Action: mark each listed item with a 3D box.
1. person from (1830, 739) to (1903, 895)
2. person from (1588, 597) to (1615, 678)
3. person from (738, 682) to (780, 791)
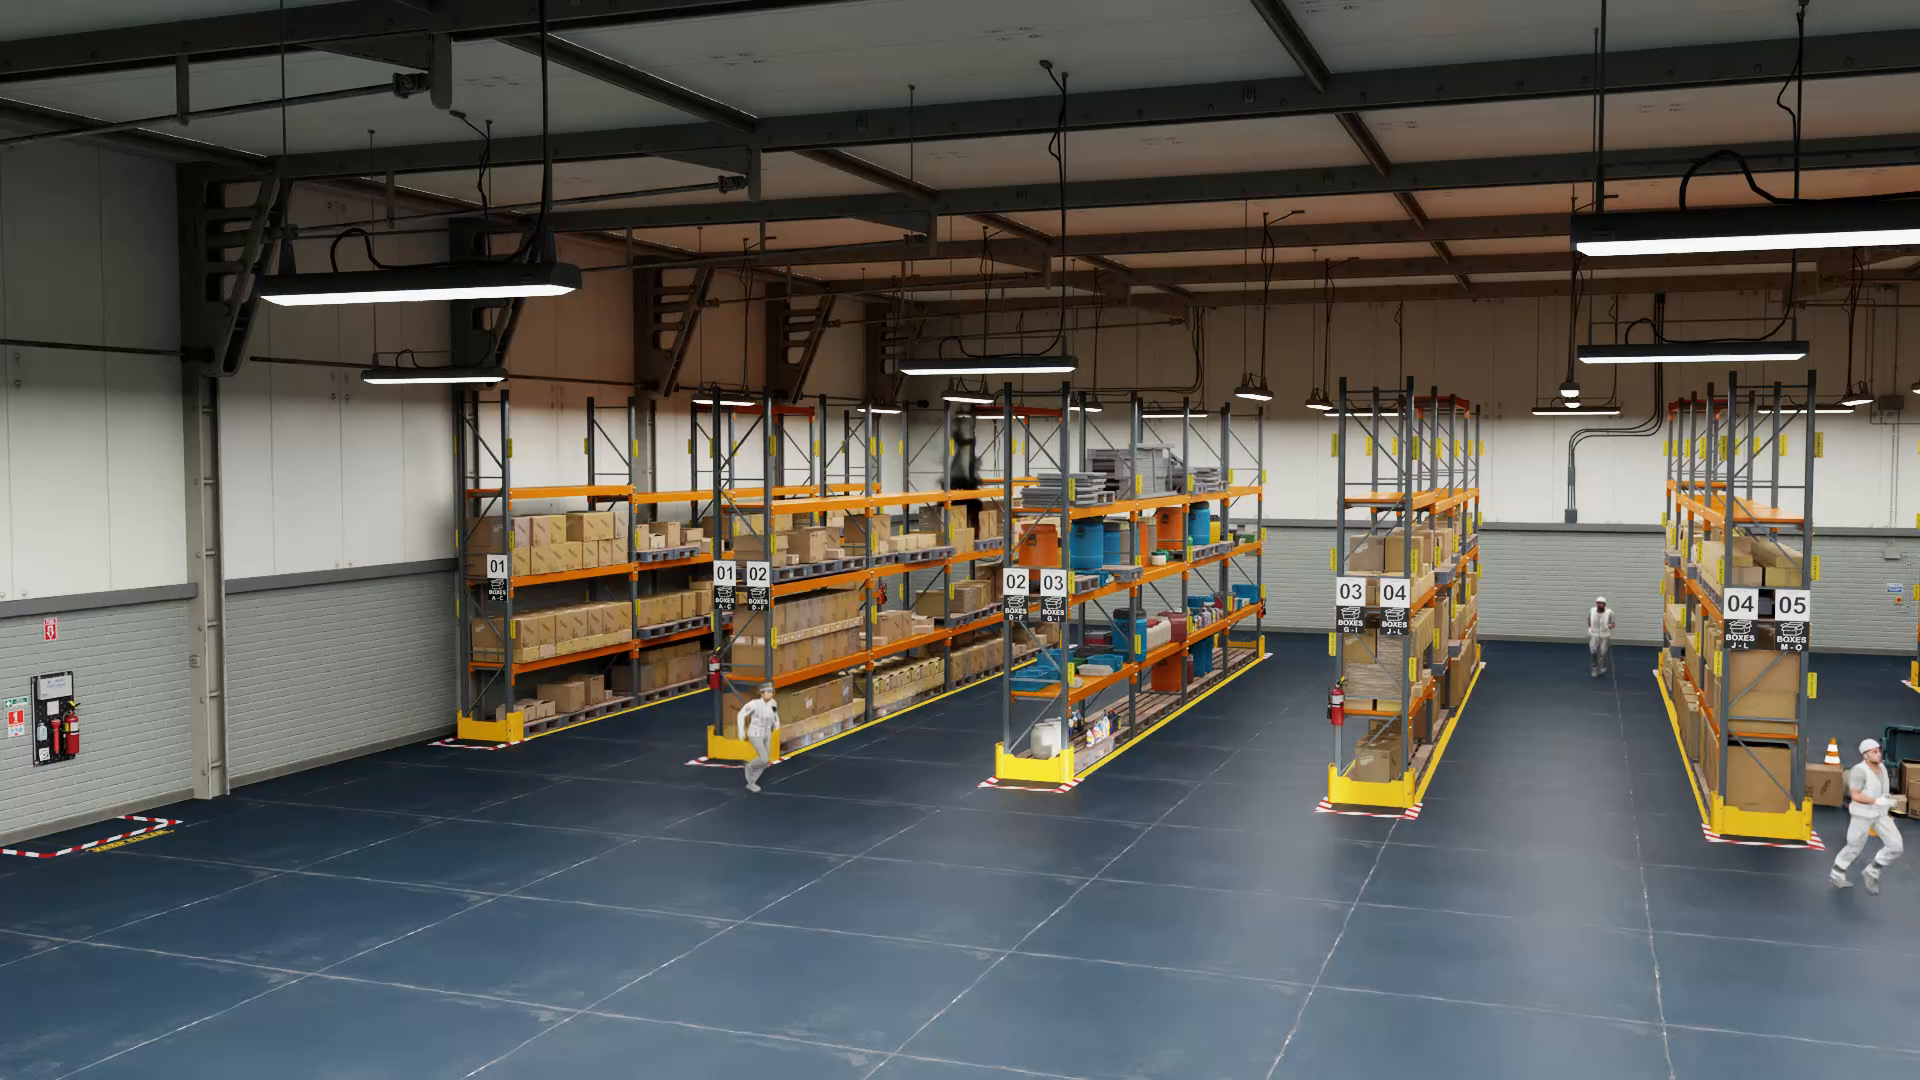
[{"bbox_3d":[10.158,3.081,18.528,0.678,1.754,0.853,-1,3,-17],"label":"person"},{"bbox_3d":[14.045,2.126,36.442,0.588,1.792,0.830,1,3,25],"label":"person"},{"bbox_3d":[-2.867,2.853,24.154,0.627,1.608,0.579,3,4,41],"label":"person"}]
